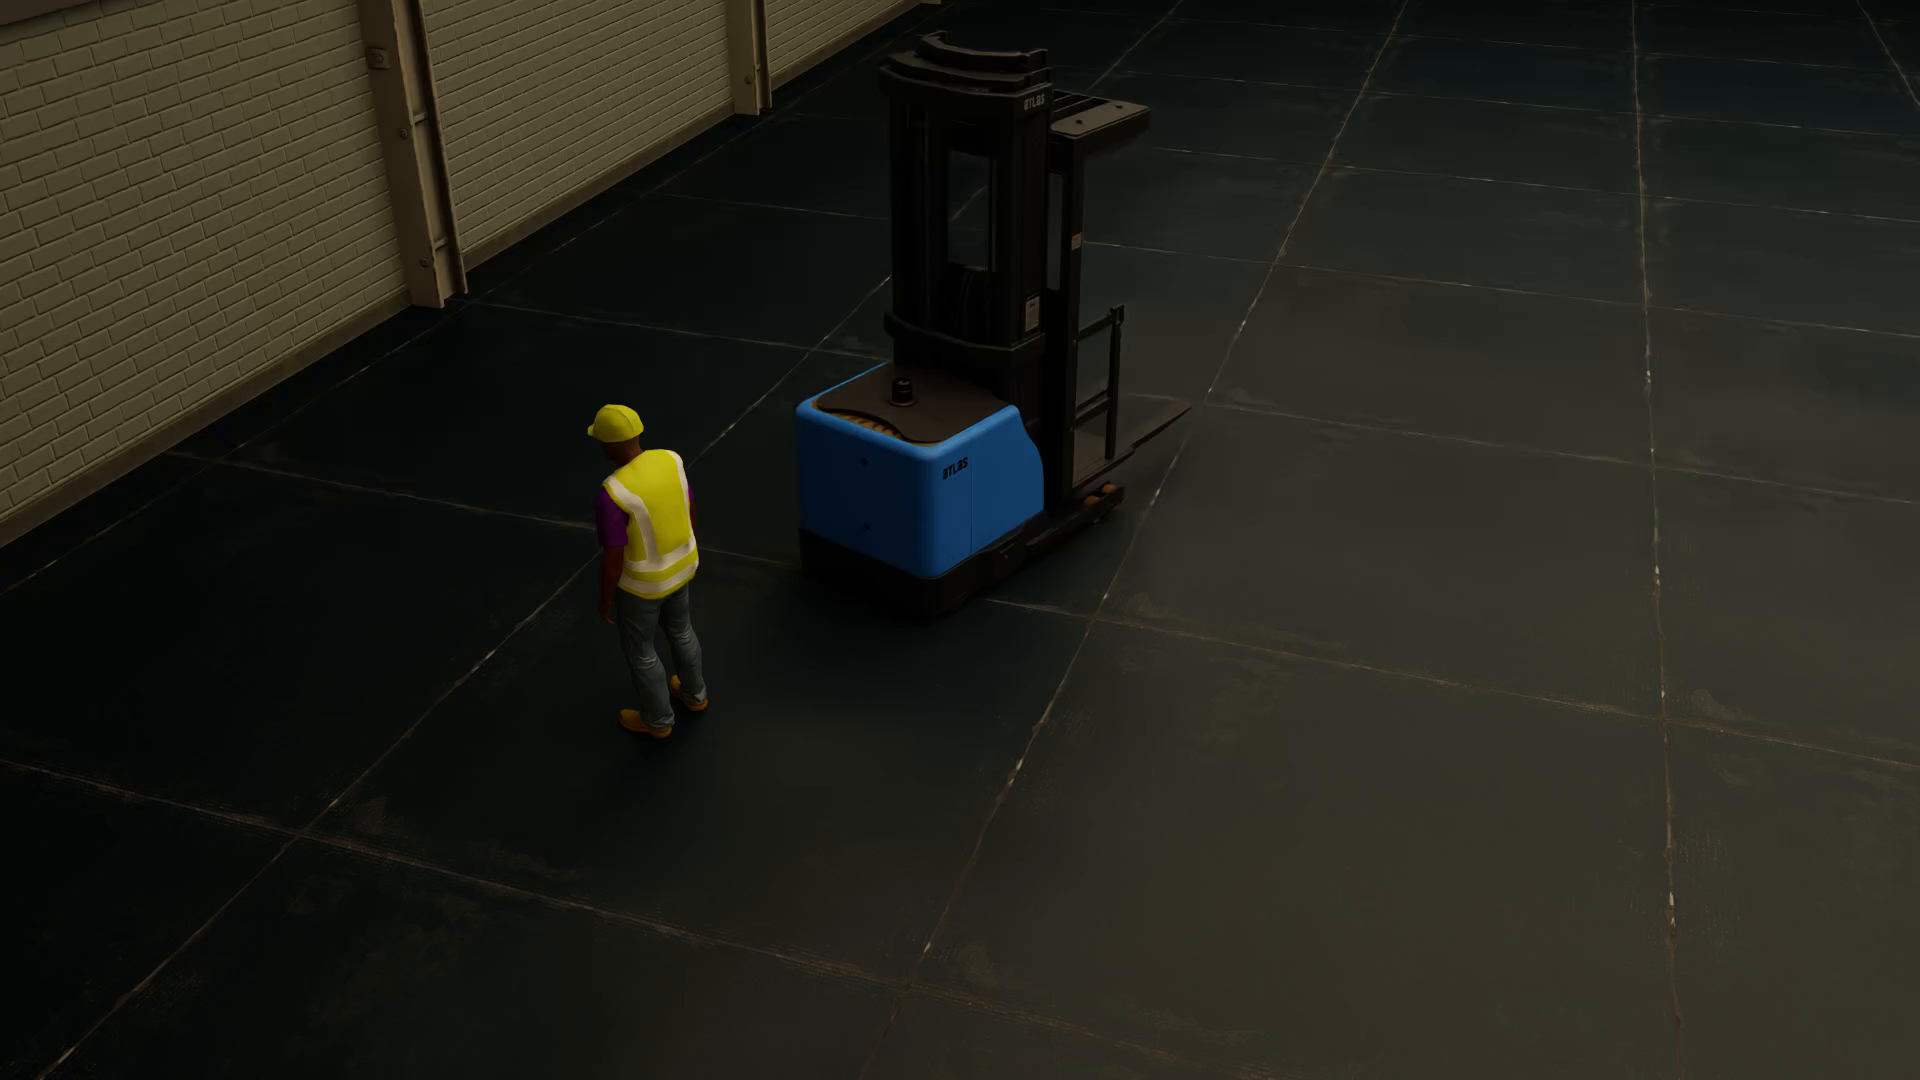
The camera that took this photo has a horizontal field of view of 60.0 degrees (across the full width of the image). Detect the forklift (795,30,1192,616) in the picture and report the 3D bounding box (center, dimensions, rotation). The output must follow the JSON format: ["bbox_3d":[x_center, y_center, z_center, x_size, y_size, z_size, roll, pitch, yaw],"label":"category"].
[{"bbox_3d":[0.372,-1.516,9.796,1.130,2.935,3.031,21,36,33],"label":"forklift"}]

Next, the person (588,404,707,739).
[{"bbox_3d":[-1.516,0.152,8.057,0.460,1.759,0.634,19,35,30],"label":"person"}]
